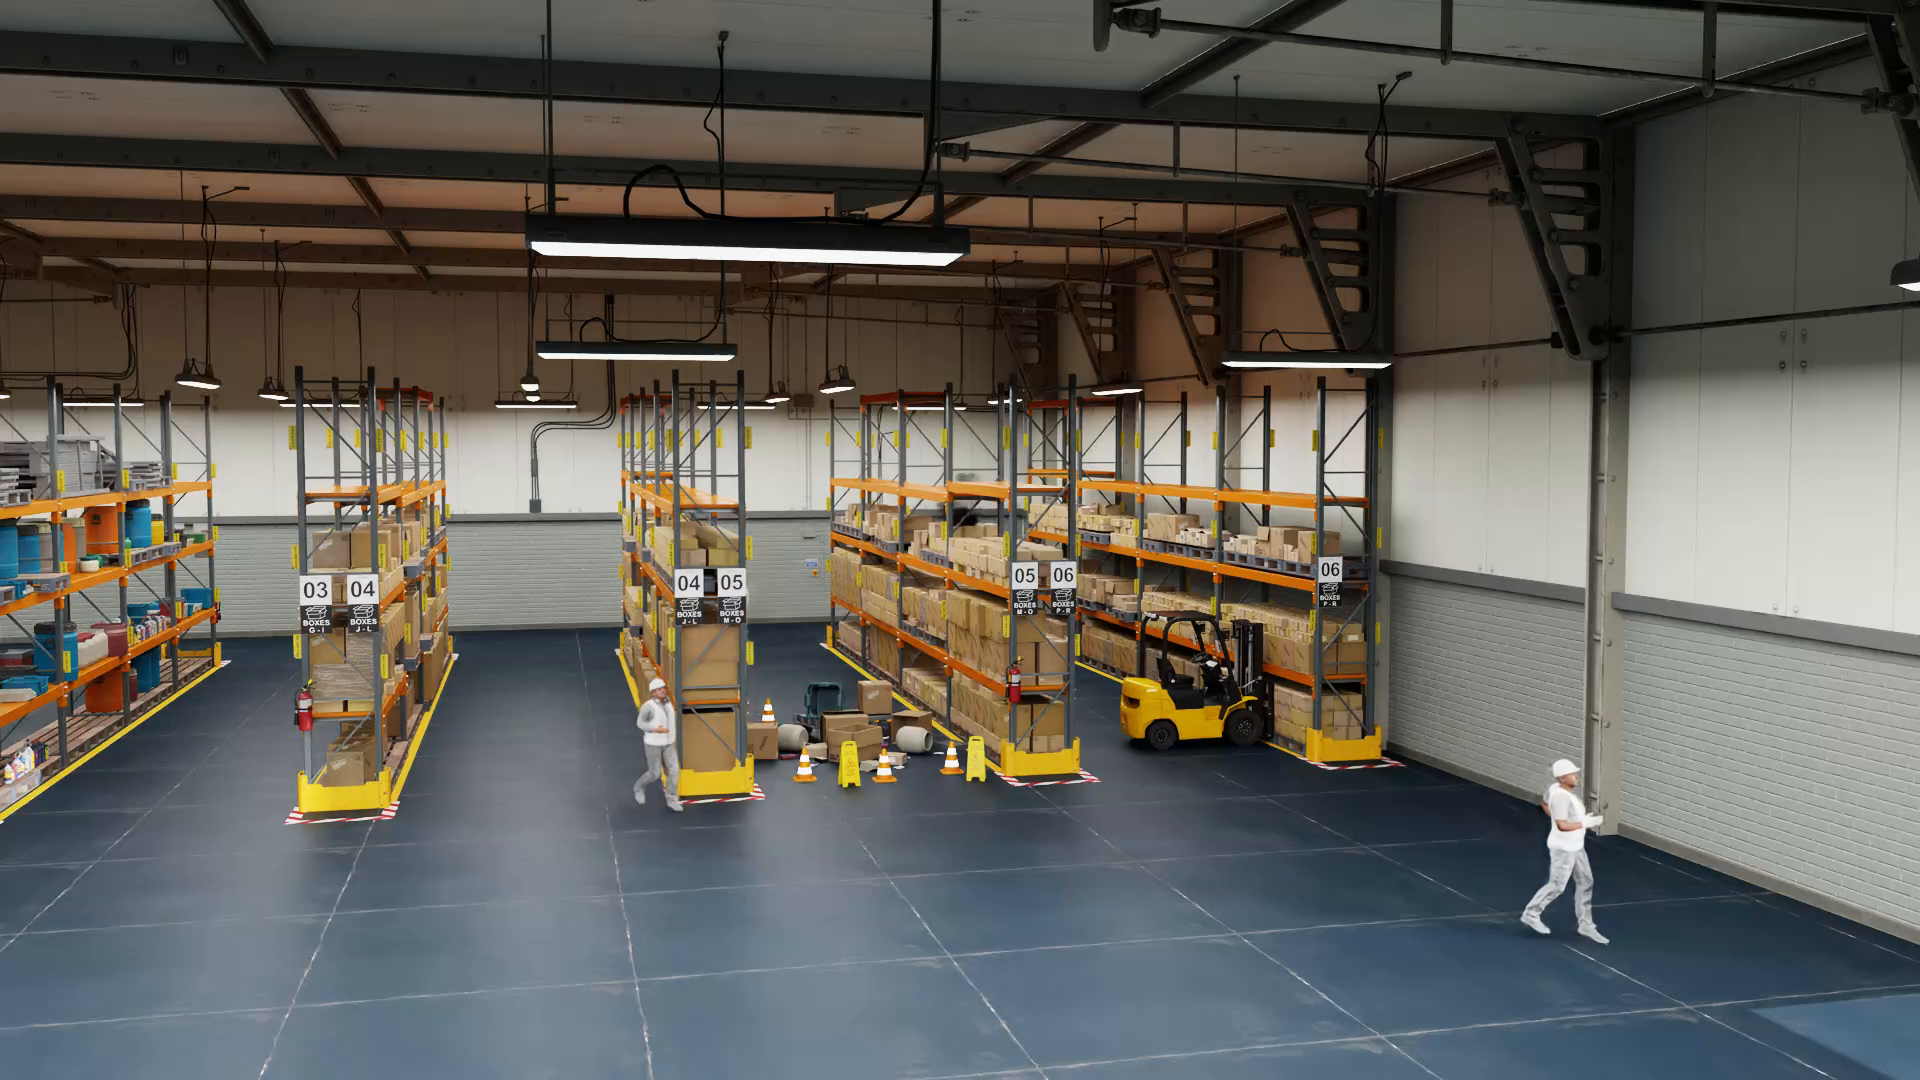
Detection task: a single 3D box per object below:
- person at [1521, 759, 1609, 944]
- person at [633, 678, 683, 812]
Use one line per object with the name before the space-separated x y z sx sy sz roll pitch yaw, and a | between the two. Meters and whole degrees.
person | 6.048 3.099 16.605 0.824 1.823 0.664 2 4 31
person | -4.100 2.769 22.572 0.850 1.793 0.681 2 4 35
